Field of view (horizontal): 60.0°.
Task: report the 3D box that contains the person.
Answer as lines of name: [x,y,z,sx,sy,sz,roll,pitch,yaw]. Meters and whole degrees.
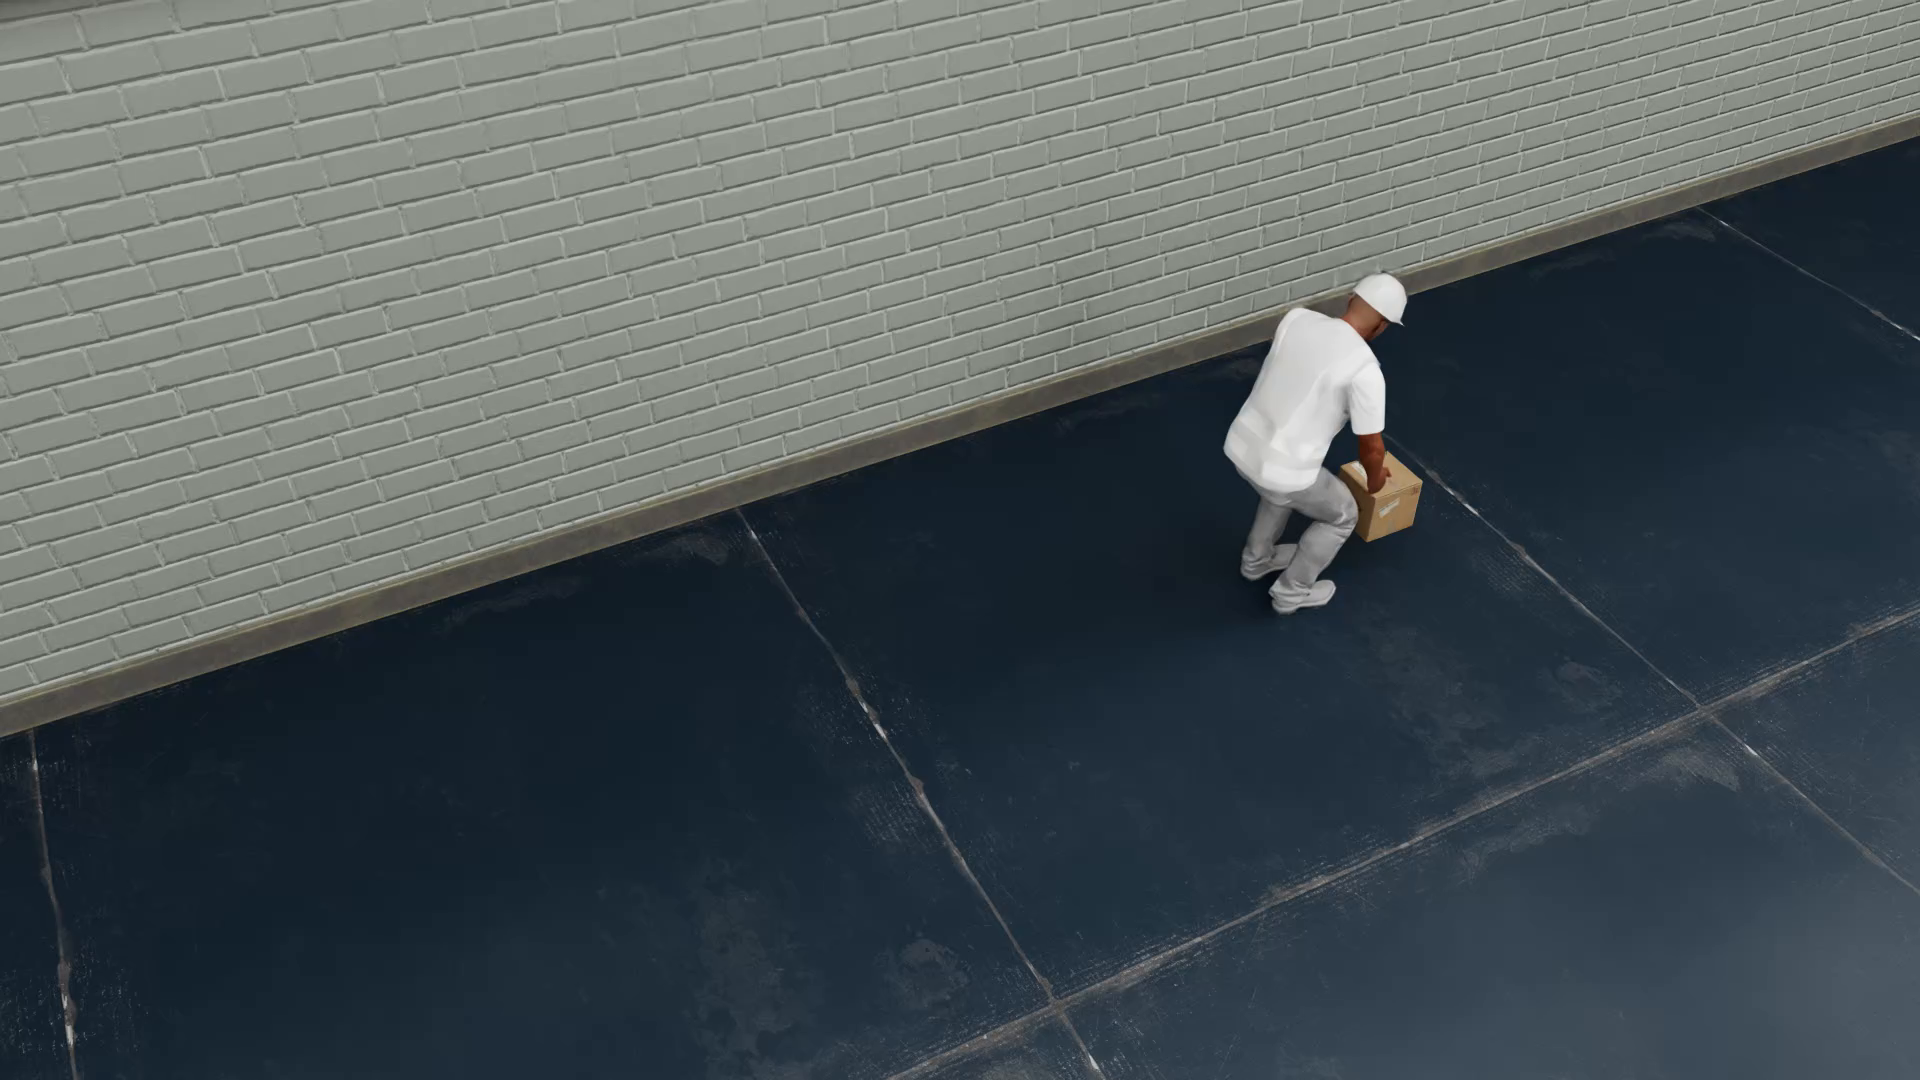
person: [1.425,-0.395,6.827,0.727,1.462,0.630,-19,44,-20]
